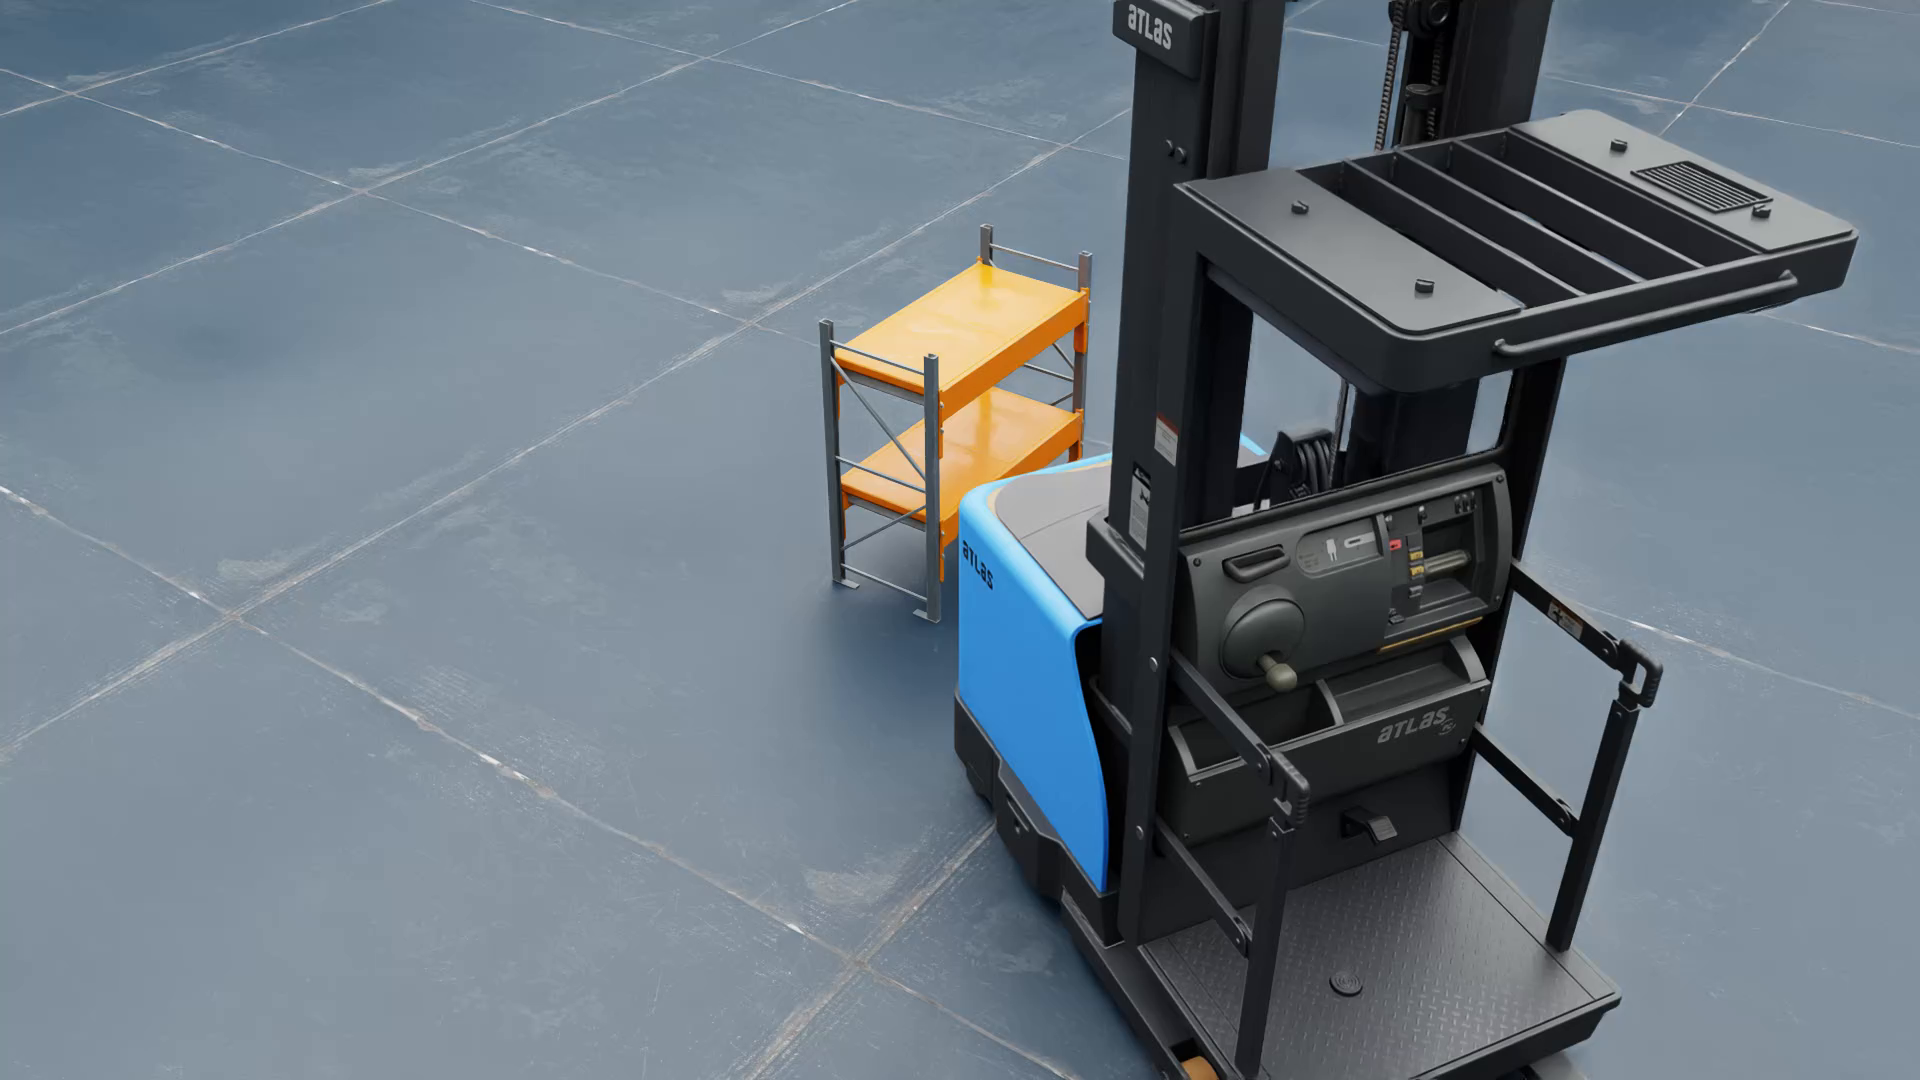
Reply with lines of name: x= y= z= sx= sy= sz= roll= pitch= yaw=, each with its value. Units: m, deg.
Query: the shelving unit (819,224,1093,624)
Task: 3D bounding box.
shelving unit: x=0.004 y=-0.469 z=6.439 sx=0.538 sy=1.125 sz=1.048 roll=21 pitch=39 yaw=28

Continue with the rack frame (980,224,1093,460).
rack frame: x=0.294 y=-0.703 z=6.785 sx=0.500 sy=1.125 sz=0.032 roll=21 pitch=39 yaw=28

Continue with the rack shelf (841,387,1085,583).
rack shelf: x=0.004 y=-0.267 z=6.576 sx=0.538 sy=0.278 sz=1.000 roll=21 pitch=39 yaw=28

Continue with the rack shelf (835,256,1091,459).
rack shelf: x=0.004 y=-0.712 z=6.276 sx=0.538 sy=0.278 sz=1.000 roll=21 pitch=39 yaw=28

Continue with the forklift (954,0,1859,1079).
forklift: x=1.053 y=0.157 z=3.902 sx=1.130 sy=2.935 sz=3.031 roll=-14 pitch=37 yaw=-20

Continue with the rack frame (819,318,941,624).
rack frame: x=-0.286 y=-0.235 z=6.094 sx=0.500 sy=1.125 sz=0.032 roll=21 pitch=39 yaw=28
